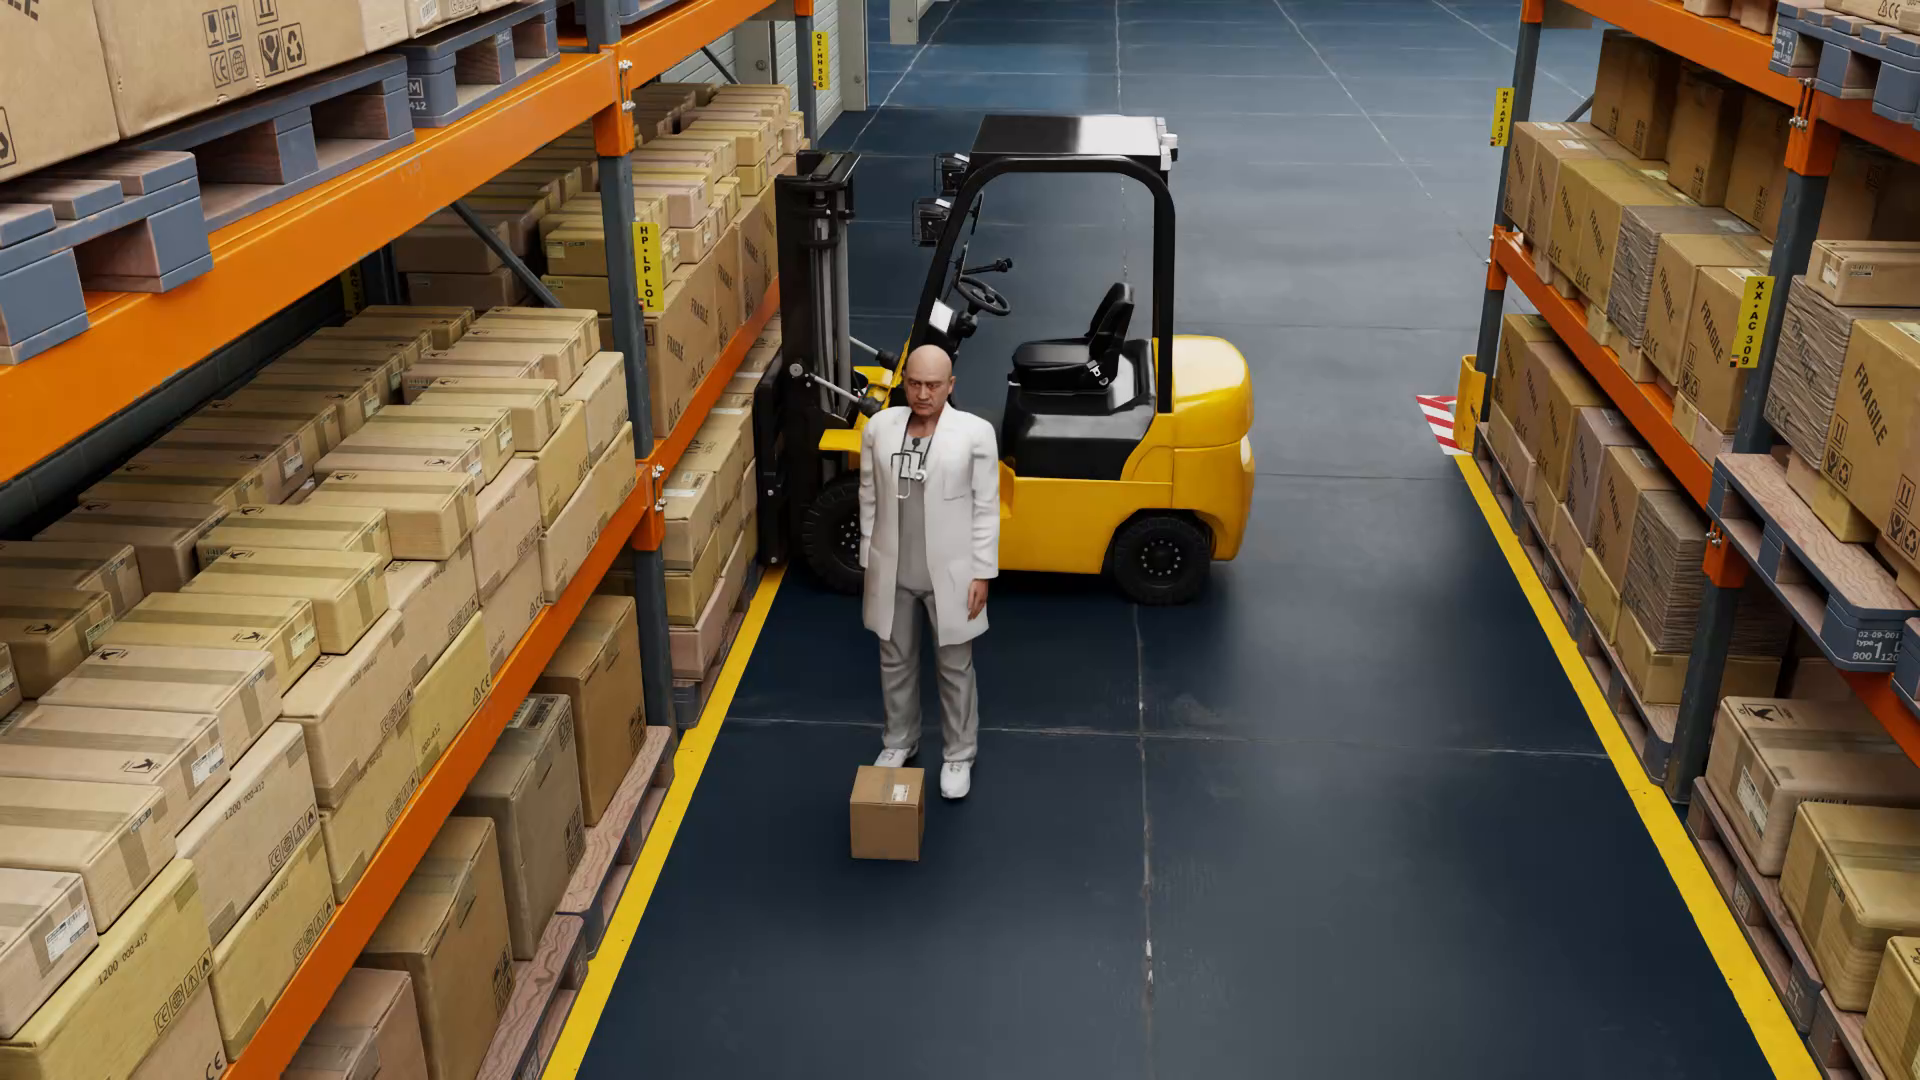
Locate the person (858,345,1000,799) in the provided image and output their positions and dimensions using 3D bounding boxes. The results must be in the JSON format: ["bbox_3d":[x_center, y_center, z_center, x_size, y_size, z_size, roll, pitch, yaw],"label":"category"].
[{"bbox_3d":[-0.127,0.129,6.333,0.561,1.781,0.380,7,25,15],"label":"person"}]
